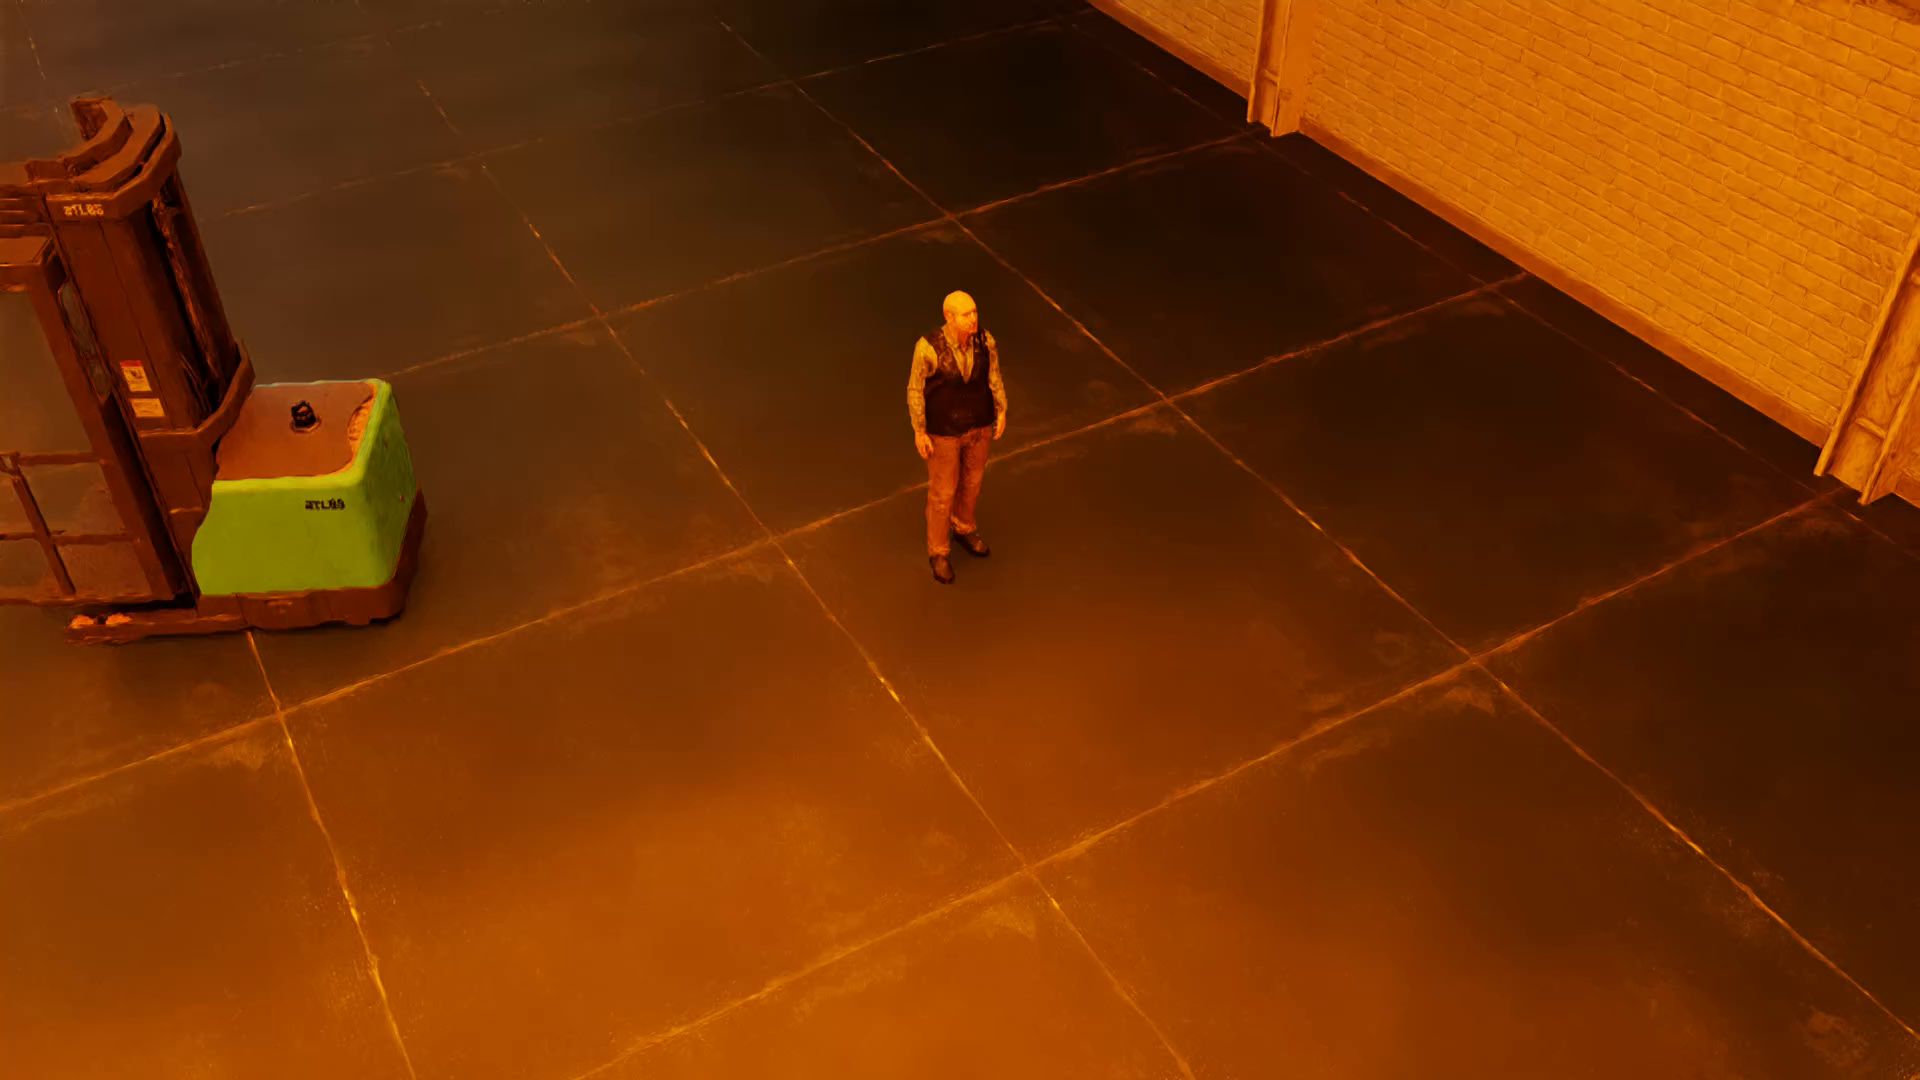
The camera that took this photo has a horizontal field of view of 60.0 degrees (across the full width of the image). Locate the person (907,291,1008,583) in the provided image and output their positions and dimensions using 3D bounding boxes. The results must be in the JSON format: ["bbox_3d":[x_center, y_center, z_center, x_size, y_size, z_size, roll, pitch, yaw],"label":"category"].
[{"bbox_3d":[0.021,-0.630,9.732,0.624,1.720,0.567,-20,44,-23],"label":"person"}]

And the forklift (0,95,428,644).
[{"bbox_3d":[-4.807,-0.877,9.094,3.031,2.935,1.130,-3,40,-4],"label":"forklift"}]
